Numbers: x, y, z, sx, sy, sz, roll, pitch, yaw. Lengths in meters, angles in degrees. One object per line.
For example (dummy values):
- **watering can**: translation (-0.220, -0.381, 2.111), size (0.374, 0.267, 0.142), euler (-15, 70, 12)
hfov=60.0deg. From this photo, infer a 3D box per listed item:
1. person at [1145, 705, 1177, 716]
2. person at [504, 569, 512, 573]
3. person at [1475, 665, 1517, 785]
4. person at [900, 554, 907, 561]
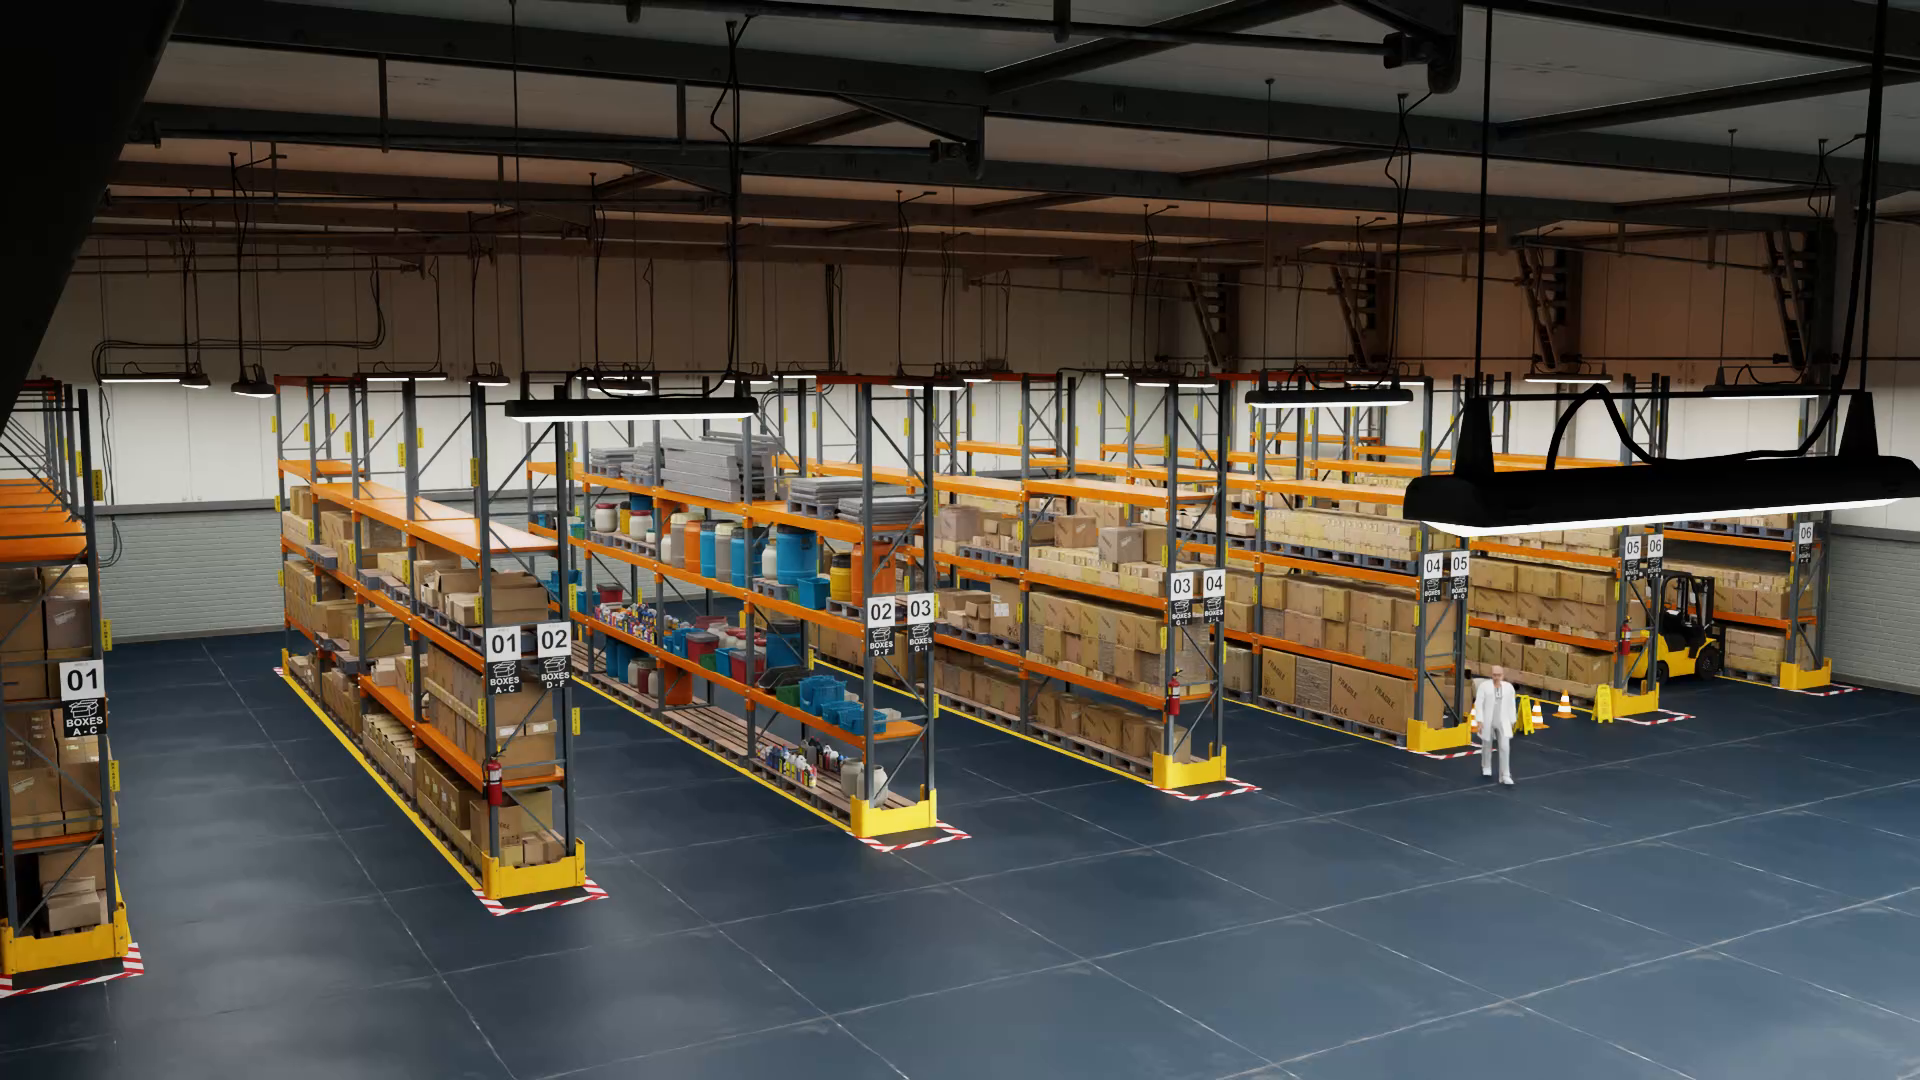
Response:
- **person**: translation (3.525, 2.230, 29.725), size (0.649, 1.729, 0.661), euler (-1, 6, -5)
- **person**: translation (-9.960, 1.484, 36.596), size (0.553, 1.689, 0.908), euler (6, 8, 42)
- **person**: translation (8.003, 2.738, 24.830), size (0.621, 1.725, 1.098), euler (2, 6, 14)
- **person**: translation (-1.329, 1.000, 41.369), size (1.042, 1.622, 0.446), euler (-4, 7, -30)
